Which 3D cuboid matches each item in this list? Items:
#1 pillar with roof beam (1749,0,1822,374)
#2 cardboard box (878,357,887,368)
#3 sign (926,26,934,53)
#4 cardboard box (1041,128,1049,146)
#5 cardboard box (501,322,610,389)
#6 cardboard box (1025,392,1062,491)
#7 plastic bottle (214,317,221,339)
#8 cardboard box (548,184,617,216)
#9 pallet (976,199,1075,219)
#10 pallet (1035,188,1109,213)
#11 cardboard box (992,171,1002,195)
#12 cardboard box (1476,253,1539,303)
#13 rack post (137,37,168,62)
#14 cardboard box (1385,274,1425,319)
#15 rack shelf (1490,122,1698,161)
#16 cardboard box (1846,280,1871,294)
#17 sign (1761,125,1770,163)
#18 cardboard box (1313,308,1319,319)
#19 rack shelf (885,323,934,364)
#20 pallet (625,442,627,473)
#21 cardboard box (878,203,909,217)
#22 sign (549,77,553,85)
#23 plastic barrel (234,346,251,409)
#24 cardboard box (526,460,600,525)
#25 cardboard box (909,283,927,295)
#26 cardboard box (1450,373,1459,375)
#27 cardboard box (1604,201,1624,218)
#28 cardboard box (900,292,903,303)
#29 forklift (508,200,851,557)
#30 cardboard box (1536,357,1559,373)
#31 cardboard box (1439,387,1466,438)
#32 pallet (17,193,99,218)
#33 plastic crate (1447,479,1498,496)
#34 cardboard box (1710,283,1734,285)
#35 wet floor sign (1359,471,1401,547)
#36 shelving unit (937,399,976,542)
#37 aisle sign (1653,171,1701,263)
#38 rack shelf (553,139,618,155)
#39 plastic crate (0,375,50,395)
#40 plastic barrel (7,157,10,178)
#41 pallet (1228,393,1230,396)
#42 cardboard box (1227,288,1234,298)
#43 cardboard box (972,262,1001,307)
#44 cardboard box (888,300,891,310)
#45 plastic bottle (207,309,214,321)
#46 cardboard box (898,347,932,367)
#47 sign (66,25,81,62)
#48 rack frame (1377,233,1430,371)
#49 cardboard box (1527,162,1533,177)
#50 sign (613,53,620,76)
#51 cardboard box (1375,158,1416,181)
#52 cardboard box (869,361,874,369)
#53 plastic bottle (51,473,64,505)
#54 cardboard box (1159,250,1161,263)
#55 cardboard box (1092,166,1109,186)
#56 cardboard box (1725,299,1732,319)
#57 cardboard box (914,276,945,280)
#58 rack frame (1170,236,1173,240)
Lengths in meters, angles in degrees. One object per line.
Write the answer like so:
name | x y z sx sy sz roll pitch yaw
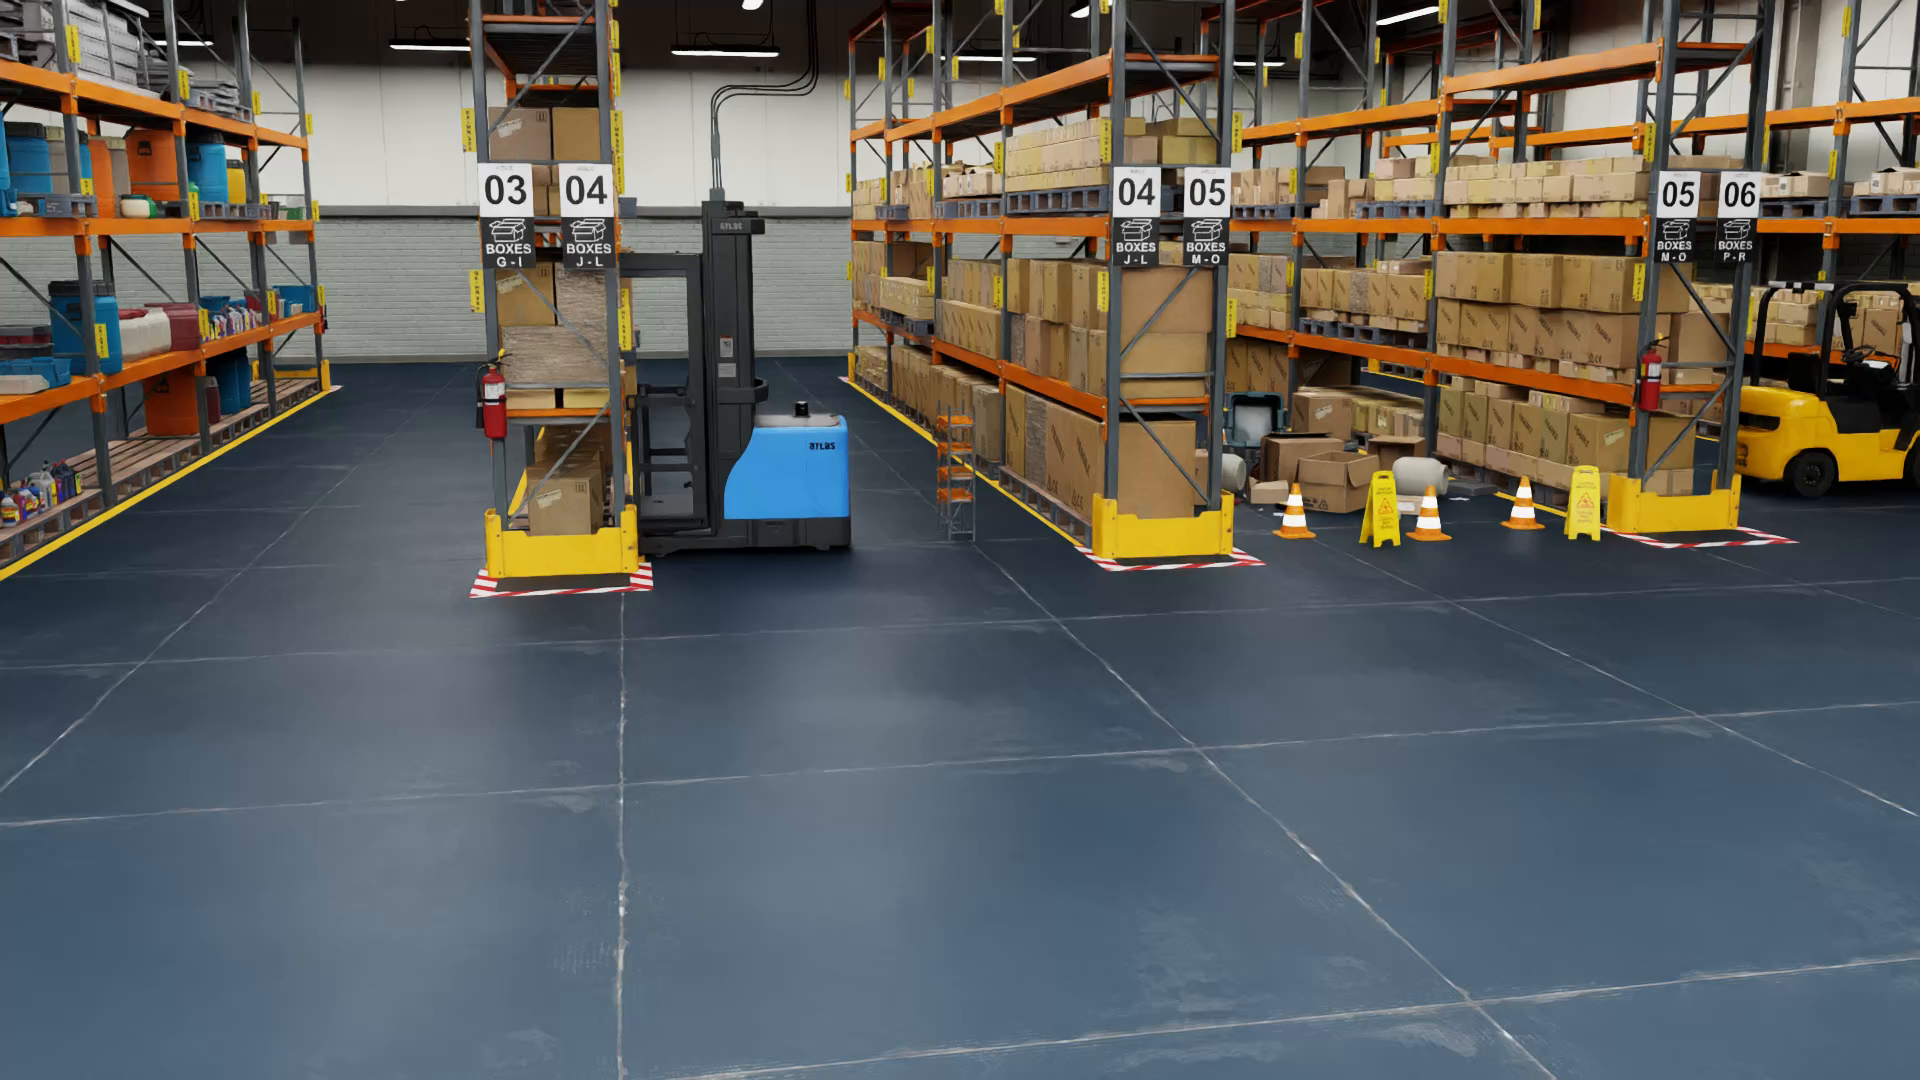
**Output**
pillar with roof beam | 6.778 -5.803 21.118 9.100 9.000 0.400 -2 11 -11
cardboard box | -1.087 -2.817 26.387 0.380 0.149 0.250 -2 11 -12
sign | -0.371 -6.262 20.822 0.100 0.325 0.005 -2 11 -11
cardboard box | 0.971 -3.745 15.475 0.380 0.149 0.250 -2 11 -11
cardboard box | -3.250 -1.507 13.530 0.875 0.500 0.500 -2 11 -11
cardboard box | 1.170 -0.985 16.409 0.875 0.875 0.875 -2 11 -11
plastic bottle | -9.527 -2.717 21.293 0.097 0.271 0.097 0 11 0
cardboard box | -3.010 -2.708 13.279 0.500 0.250 0.500 -2 11 -9
pallet | 0.711 -3.651 18.348 0.805 0.209 1.217 -3 11 -13
pallet | 1.320 -3.162 15.501 1.003 0.211 1.213 -2 11 -11
cardboard box | 0.643 -3.885 18.072 0.500 0.250 0.500 -2 11 -10
cardboard box | 5.795 -2.714 17.198 0.700 0.500 0.500 -2 11 -12
rack post | -9.832 -5.837 19.917 0.624 0.289 0.986 -2 11 -11
cardboard box | 5.360 -2.873 19.582 0.500 0.500 0.500 -2 11 -11
rack shelf | 9.474 -5.983 25.057 1.077 0.370 4.000 -2 11 -11
cardboard box | 10.412 -2.930 19.270 0.380 0.149 0.250 -2 11 -10
sign | 7.083 -3.493 14.667 0.100 0.325 0.005 -2 11 -11
cardboard box | 4.898 -3.001 21.991 0.380 0.149 0.250 -3 11 -15
rack shelf | -0.230 -2.853 23.585 1.077 0.370 4.000 -2 11 -11
pallet | -4.341 -0.941 19.075 1.003 0.211 1.213 -2 11 -11
cardboard box | -0.979 -5.053 25.600 0.500 0.250 0.500 -2 11 -10
sign | -6.827 -7.609 27.686 0.100 0.325 0.005 -2 11 -11
plastic barrel | -10.273 -2.306 23.278 0.600 0.901 0.708 -2 11 -11
cardboard box | -3.425 -0.412 14.401 0.500 0.500 0.500 1 11 4
cardboard box | -0.483 -3.382 22.399 0.380 0.149 0.250 -2 11 -9
cardboard box | 8.619 -2.973 28.482 0.396 0.266 0.258 -2 11 -9
cardboard box | 6.127 -3.020 15.192 0.380 0.149 0.250 -2 11 -11
cardboard box | -0.636 -3.379 23.179 0.380 0.149 0.250 -2 11 -10
forklift | -2.476 -1.397 14.197 3.031 2.935 1.130 -1 11 -5
cardboard box | 5.951 -1.740 16.487 0.380 0.149 0.250 -2 11 -12
cardboard box | 5.623 -1.410 18.307 0.500 0.500 0.500 -2 11 -8
pallet | -8.570 -3.016 15.000 1.213 0.211 1.003 -2 11 -11
plastic crate | 5.274 -0.552 17.383 0.402 0.080 0.583 -6 13 -31
cardboard box | 10.392 -3.398 22.526 0.380 0.149 0.250 -2 11 -12
wet floor sign | 3.663 -0.282 14.453 0.267 0.644 0.232 -4 12 -21
shelving unit | -0.032 -0.620 14.744 0.258 1.200 0.503 -2 11 -11
aisle sign | 6.279 -2.826 14.567 0.394 0.787 0.004 -2 11 -11
rack shelf | -5.893 -6.175 26.066 1.077 0.370 4.000 -2 11 -11
plastic crate | -8.242 -1.345 14.448 0.530 0.136 0.437 -2 11 -11
plastic barrel | -8.915 -3.412 15.157 0.421 0.512 0.421 0 11 0
pallet | 4.682 -2.038 24.842 1.003 0.211 1.213 -2 11 -11
cardboard box | 4.227 -3.664 24.989 0.500 0.250 0.500 -2 11 -10
cardboard box | 0.538 -3.016 19.580 0.700 0.500 0.500 -2 11 -12
cardboard box | -0.841 -3.424 24.212 0.380 0.149 0.250 -2 11 -10
plastic bottle | -9.771 -2.818 21.610 0.144 0.351 0.185 -2 11 -11
cardboard box | -0.628 -2.677 24.294 0.500 0.250 0.500 -2 11 -9
sign | -8.264 -4.626 15.493 0.100 0.325 0.005 -2 11 -11
rack frame | 8.307 -4.686 31.295 1.000 3.000 0.127 -2 11 -11
cardboard box | 5.898 -3.694 16.600 0.380 0.149 0.250 -2 11 -10
sign | -4.974 -6.878 24.055 0.100 0.325 0.005 -2 11 -11
cardboard box | 5.315 -4.444 19.940 0.500 0.250 0.500 -2 11 -10
cardboard box | -1.326 -2.963 27.946 0.380 0.149 0.250 -3 11 -14
plastic bottle | -8.288 -0.474 15.253 0.061 0.283 0.133 -1 11 -7
cardboard box | 3.566 -4.667 28.251 0.500 0.500 0.500 -2 11 -11
cardboard box | 1.318 -3.026 13.832 0.380 0.149 0.250 -2 11 -11
cardboard box | 10.094 -2.926 21.111 0.500 0.250 0.500 -2 11 -10
cardboard box | -0.468 -3.868 25.934 0.500 0.500 0.500 -2 11 -12
rack frame | 3.439 -4.505 30.343 1.000 3.000 0.127 -2 11 -11
